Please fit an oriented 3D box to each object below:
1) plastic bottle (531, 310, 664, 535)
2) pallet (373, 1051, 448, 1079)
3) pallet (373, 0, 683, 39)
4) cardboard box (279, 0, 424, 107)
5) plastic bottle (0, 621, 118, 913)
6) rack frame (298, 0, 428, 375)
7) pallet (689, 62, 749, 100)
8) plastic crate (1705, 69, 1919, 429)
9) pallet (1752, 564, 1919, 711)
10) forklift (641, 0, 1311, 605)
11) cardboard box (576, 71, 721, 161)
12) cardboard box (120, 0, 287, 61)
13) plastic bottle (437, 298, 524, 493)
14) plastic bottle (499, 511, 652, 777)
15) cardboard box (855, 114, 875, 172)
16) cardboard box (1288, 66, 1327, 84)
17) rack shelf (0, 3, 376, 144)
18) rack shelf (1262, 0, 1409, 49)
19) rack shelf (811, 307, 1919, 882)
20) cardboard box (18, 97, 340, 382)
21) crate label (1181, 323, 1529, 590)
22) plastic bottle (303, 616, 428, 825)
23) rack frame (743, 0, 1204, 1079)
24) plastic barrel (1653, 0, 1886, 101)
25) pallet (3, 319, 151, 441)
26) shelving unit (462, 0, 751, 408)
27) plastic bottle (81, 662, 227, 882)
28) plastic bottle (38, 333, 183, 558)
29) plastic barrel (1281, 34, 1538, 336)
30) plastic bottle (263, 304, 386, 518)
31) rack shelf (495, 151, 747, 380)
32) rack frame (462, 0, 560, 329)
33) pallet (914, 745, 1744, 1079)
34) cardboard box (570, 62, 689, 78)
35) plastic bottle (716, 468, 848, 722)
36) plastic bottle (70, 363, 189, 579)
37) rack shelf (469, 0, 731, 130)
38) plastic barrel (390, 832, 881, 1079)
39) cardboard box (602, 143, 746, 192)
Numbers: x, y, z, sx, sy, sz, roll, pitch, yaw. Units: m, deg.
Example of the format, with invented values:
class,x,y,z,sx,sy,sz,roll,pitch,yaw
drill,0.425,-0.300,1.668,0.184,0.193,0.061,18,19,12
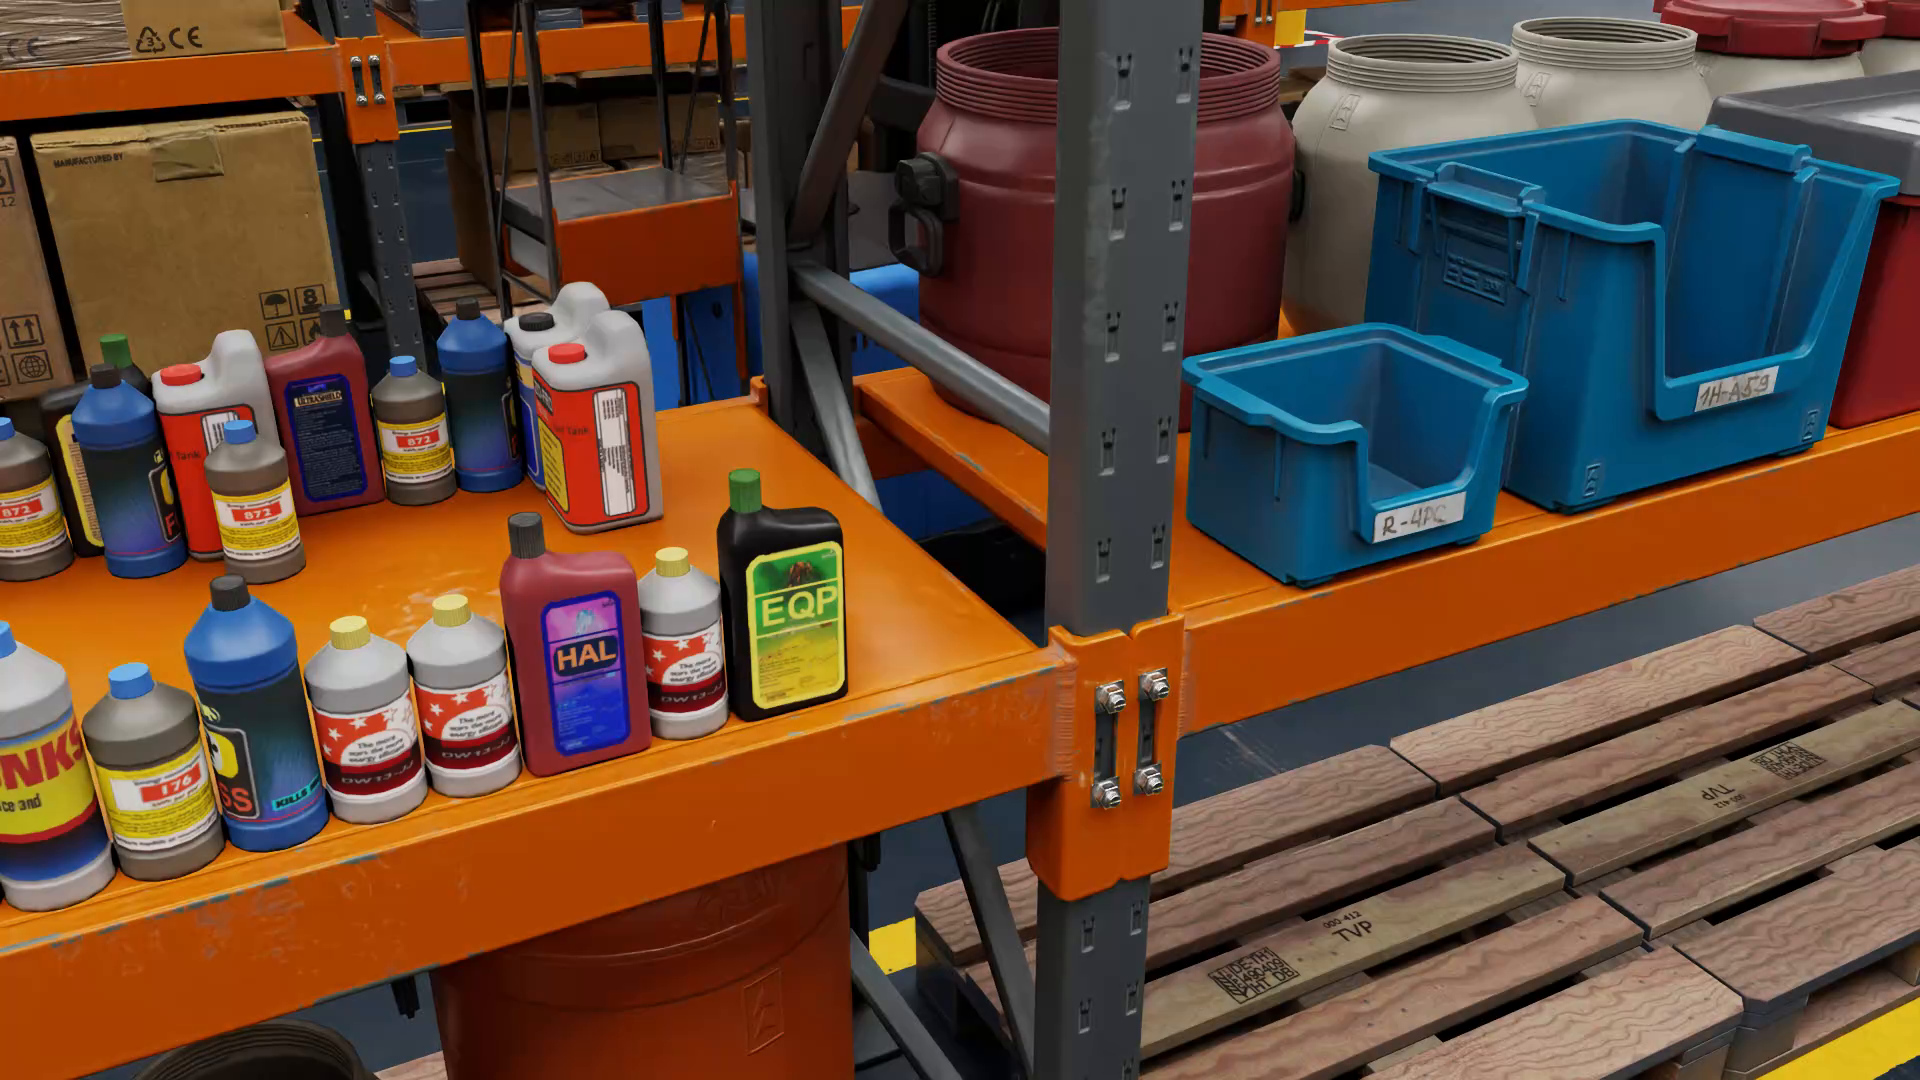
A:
class,x,y,z,sx,sy,sz,roll,pitch,yaw
plastic bottle,-0.499,-0.167,2.276,0.135,0.276,0.152,-13,29,-25
pallet,-0.713,1.188,2.533,1.213,0.211,1.003,-13,29,-25
pallet,-1.789,-2.237,6.665,1.003,0.211,1.213,-13,29,-25
cardboard box,-4.033,-3.317,10.808,0.750,0.750,1.050,-13,29,-26
plastic bottle,-0.851,0.200,1.516,0.097,0.271,0.097,0,26,0
rack frame,-2.367,-2.138,6.237,0.127,3.000,1.000,-13,29,-25
pallet,-1.728,-3.424,12.138,1.213,0.211,1.003,-13,29,-25
plastic crate,1.533,-0.487,2.725,0.583,0.464,0.402,-13,29,-25
pallet,2.818,0.371,4.233,1.213,0.211,1.003,-13,29,-25
forklift,0.547,-1.515,5.020,3.031,2.935,1.130,-17,31,-31
cardboard box,-1.327,-1.807,7.061,0.500,0.250,0.500,-10,27,-19
cardboard box,-2.686,-1.988,5.808,0.500,0.500,0.500,-12,28,-24
plastic bottle,-0.686,-0.210,2.371,0.097,0.271,0.097,0,26,0
plastic bottle,-0.397,0.099,1.713,0.133,0.283,0.061,-13,29,-25
cardboard box,-0.313,-1.703,7.711,0.500,0.500,0.700,-16,30,-29
cardboard box,2.036,-2.200,8.770,0.500,0.500,0.500,-4,26,-9
rack shelf,-4.132,-1.406,5.544,4.000,0.370,1.077,-13,29,-25
rack shelf,2.927,-3.035,8.937,4.000,0.370,1.077,-13,29,-25
rack shelf,1.728,-0.329,3.301,4.000,0.370,1.077,-13,29,-25
cardboard box,-2.986,-1.236,6.329,0.875,0.875,1.225,-14,29,-27
crate label,0.511,-0.113,2.214,0.416,0.233,0.303,-13,29,-25
plastic bottle,-0.593,0.172,1.655,0.097,0.201,0.097,0,26,0
rack frame,-0.037,-0.246,2.297,0.127,3.000,1.000,-13,29,-25
plastic barrel,1.516,-0.773,3.238,0.433,0.535,0.433,0,26,0
pallet,-3.099,-0.749,6.566,1.213,0.211,1.003,-13,29,-25
shelving unit,-0.866,-0.676,4.233,0.503,2.100,0.431,-17,31,-31
plastic bottle,-0.765,0.212,1.573,0.097,0.201,0.097,0,26,0
plastic bottle,-1.119,-0.125,2.179,0.133,0.283,0.061,-13,29,-25
plastic barrel,0.770,-0.587,2.879,0.421,0.512,0.421,0,26,0
plastic bottle,-0.882,-0.179,2.292,0.133,0.283,0.061,-13,29,-25
rack shelf,-0.866,-0.664,4.239,0.480,0.518,0.431,-17,31,-31
rack frame,-1.065,-0.615,4.105,0.015,2.100,0.400,-17,31,-31
pallet,0.665,0.868,3.198,1.213,0.211,1.003,-13,29,-25
cardboard box,-2.441,-3.686,11.577,0.750,0.750,1.050,-13,29,-25
plastic bottle,-0.193,0.052,1.811,0.133,0.283,0.061,-13,29,-25
plastic bottle,-1.066,-0.093,2.126,0.097,0.271,0.097,0,26,0
rack shelf,-0.866,-1.295,3.936,0.480,0.518,0.431,-17,31,-31
plastic barrel,-0.460,0.649,2.455,0.708,0.830,0.600,-13,29,-25
cardboard box,-1.302,-1.471,7.228,0.500,0.500,0.700,-16,30,-29
